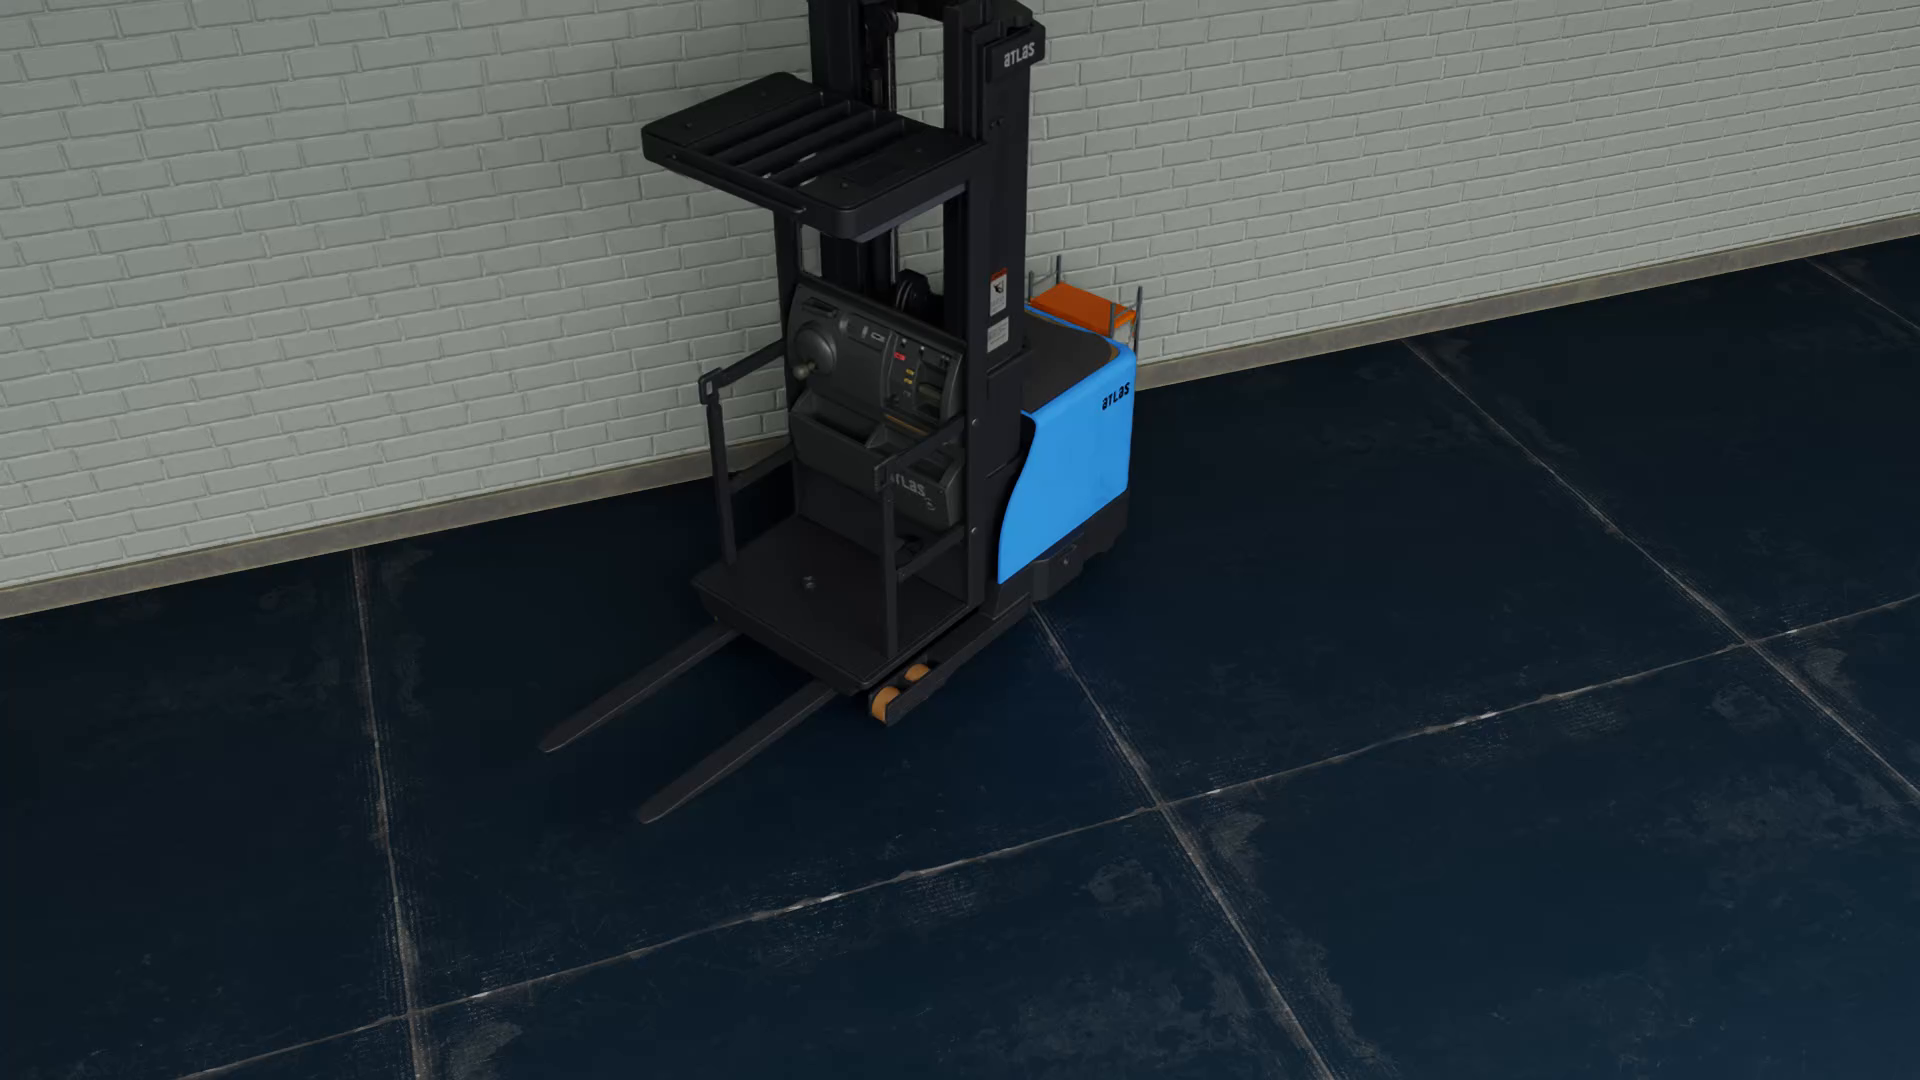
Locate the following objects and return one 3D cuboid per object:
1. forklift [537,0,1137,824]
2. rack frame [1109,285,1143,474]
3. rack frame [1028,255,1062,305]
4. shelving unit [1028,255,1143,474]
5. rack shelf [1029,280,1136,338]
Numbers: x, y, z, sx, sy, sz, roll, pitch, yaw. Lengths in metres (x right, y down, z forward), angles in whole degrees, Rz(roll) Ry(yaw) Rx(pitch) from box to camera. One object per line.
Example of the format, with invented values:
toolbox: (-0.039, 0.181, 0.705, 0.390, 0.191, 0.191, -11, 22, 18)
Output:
forklift: (-0.501, -0.712, 6.819, 1.130, 2.935, 3.031, 27, 45, 31)
rack frame: (0.787, -0.676, 8.210, 0.015, 1.200, 0.240, 27, 44, 31)
rack frame: (0.415, -0.866, 8.462, 0.015, 1.200, 0.240, 27, 44, 31)
shelving unit: (0.601, -0.771, 8.336, 0.503, 1.200, 0.258, 27, 44, 31)
rack shelf: (0.602, -1.085, 8.100, 0.480, 0.148, 0.258, 27, 44, 31)
